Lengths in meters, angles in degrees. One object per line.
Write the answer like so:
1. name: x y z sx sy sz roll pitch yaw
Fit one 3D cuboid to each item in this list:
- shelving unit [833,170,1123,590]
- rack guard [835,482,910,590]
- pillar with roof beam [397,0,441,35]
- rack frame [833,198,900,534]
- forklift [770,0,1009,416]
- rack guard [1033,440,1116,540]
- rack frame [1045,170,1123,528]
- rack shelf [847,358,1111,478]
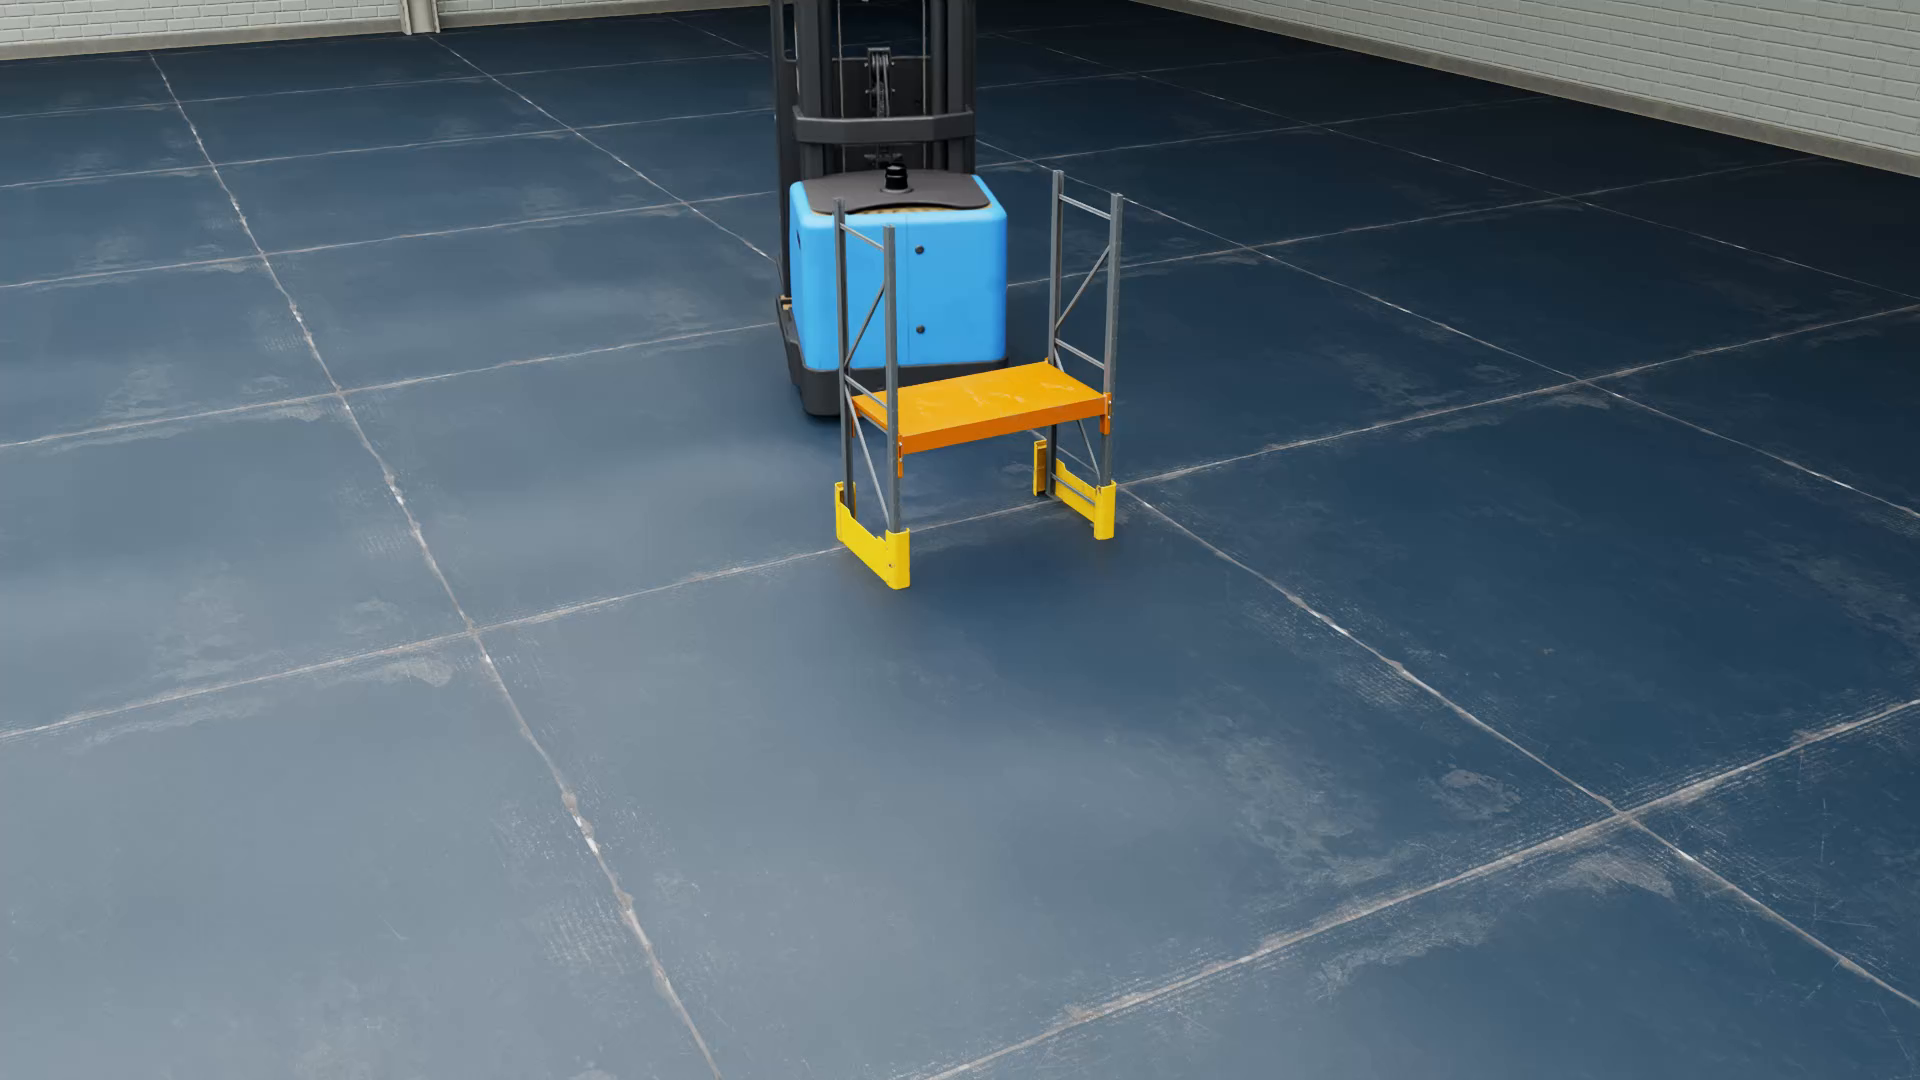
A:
1. shelving unit: 0.067 -0.692 6.958 1.083 1.500 0.587 -13 29 -25
2. rack guard: -0.372 -0.027 7.017 0.087 0.250 0.587 -13 29 -25
3. pillar with roof beam: -4.444 -8.517 14.592 0.400 9.000 9.100 -13 29 -25
4. rack frame: -0.373 -0.590 6.746 0.032 1.500 0.500 -13 29 -25
5. forklift: -0.500 -2.560 9.196 1.130 2.935 3.031 -4 26 -8
6. rack guard: 0.507 -0.230 7.439 0.087 0.250 0.587 -13 29 -25
7. rack frame: 0.524 -0.797 7.177 0.032 1.500 0.500 -13 29 -25
8. rack shelf: 0.075 -0.531 7.039 1.000 0.185 0.538 -13 29 -25
